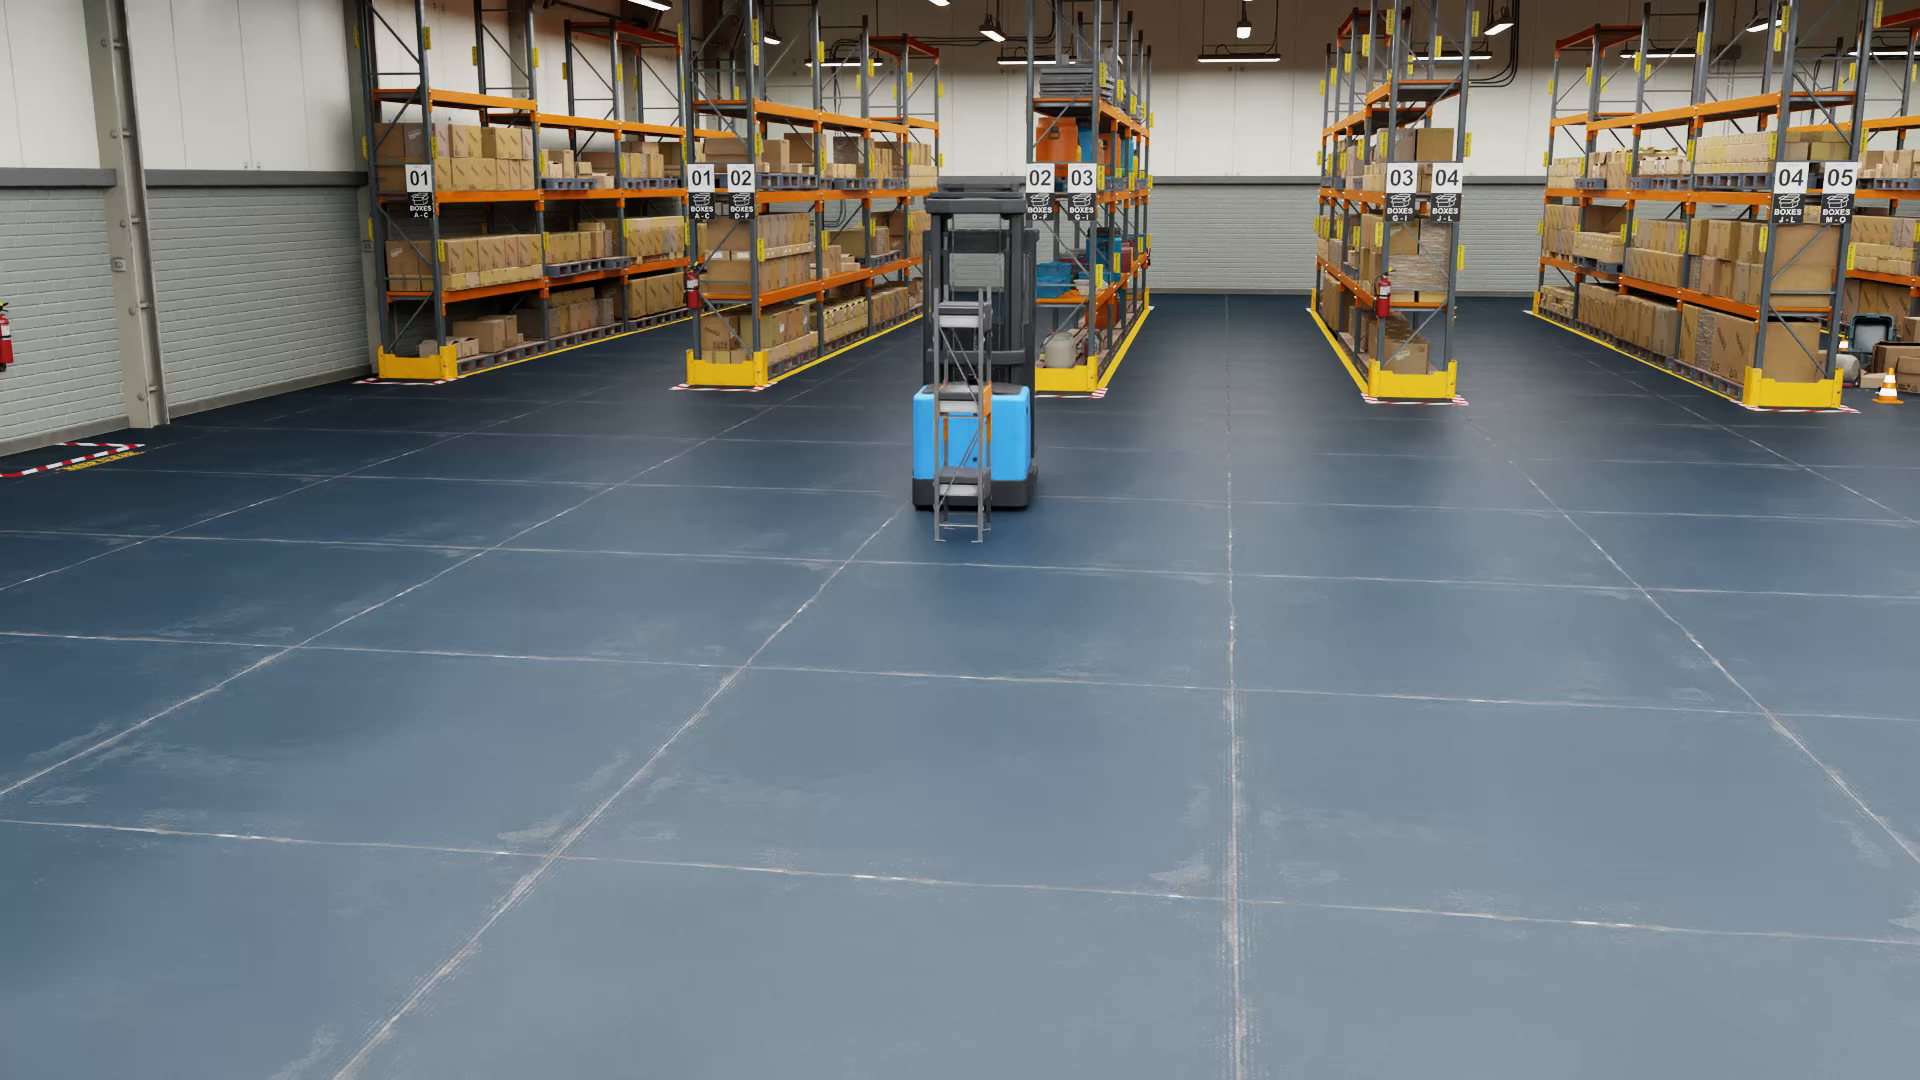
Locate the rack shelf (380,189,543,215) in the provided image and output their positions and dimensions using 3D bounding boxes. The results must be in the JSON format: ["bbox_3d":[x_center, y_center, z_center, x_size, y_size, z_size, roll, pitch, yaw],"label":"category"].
[{"bbox_3d":[-8.048,-5.486,26.918,1.077,0.370,4.000,2,12,9],"label":"rack shelf"}]

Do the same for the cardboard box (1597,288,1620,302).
[{"bbox_3d":[12.450,-4.669,31.695,0.500,0.250,0.500,2,12,10],"label":"cardboard box"}]

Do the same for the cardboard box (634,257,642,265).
[{"bbox_3d":[-6.674,-5.673,33.747,0.380,0.149,0.250,2,12,10],"label":"cardboard box"}]

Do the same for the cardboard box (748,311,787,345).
[{"bbox_3d":[-3.019,-3.336,26.104,0.500,0.500,0.500,2,12,9],"label":"cardboard box"}]

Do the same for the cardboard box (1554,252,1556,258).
[{"bbox_3d":[13.303,-6.276,36.592,0.380,0.149,0.250,2,12,11],"label":"cardboard box"}]

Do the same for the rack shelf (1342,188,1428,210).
[{"bbox_3d":[7.250,-5.837,28.548,1.077,0.370,4.000,2,12,9],"label":"rack shelf"}]

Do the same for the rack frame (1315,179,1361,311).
[{"bbox_3d":[8.788,-6.804,38.447,1.000,3.000,0.127,2,12,9],"label":"rack frame"}]

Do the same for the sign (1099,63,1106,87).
[{"bbox_3d":[1.976,-6.446,23.040,0.100,0.325,0.005,2,12,9],"label":"sign"}]

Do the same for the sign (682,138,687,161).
[{"bbox_3d":[-3.995,-5.676,24.179,0.100,0.325,0.005,2,12,9],"label":"sign"}]

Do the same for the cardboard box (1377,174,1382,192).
[{"bbox_3d":[6.224,-5.079,23.679,0.500,0.250,0.500,2,12,9],"label":"cardboard box"}]

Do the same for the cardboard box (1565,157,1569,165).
[{"bbox_3d":[13.028,-8.020,35.189,0.380,0.149,0.250,2,12,8],"label":"cardboard box"}]

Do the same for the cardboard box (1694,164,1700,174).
[{"bbox_3d":[11.436,-5.658,25.368,0.380,0.149,0.250,2,12,8],"label":"cardboard box"}]

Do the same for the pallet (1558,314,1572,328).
[{"bbox_3d":[13.127,-4.568,34.688,1.003,0.211,1.213,2,12,9],"label":"pallet"}]

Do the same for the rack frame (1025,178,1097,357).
[{"bbox_3d":[1.433,-3.634,23.737,1.000,3.000,0.127,2,12,9],"label":"rack frame"}]

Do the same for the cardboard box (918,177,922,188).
[{"bbox_3d":[-1.136,-7.988,37.174,0.500,0.250,0.500,2,12,9],"label":"cardboard box"}]

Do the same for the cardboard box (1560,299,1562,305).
[{"bbox_3d":[13.062,-5.094,35.574,0.380,0.149,0.250,1,12,6],"label":"cardboard box"}]

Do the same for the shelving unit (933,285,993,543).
[{"bbox_3d":[0.025,-1.061,13.932,0.431,2.100,0.503,2,12,9],"label":"shelving unit"}]

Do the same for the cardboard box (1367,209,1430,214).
[{"bbox_3d":[7.203,-4.966,27.495,1.000,1.000,1.000,2,12,9],"label":"cardboard box"}]

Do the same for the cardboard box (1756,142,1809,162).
[{"bbox_3d":[11.012,-5.196,22.277,0.500,0.250,0.500,2,12,9],"label":"cardboard box"}]

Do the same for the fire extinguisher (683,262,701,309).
[{"bbox_3d":[-3.938,-3.748,24.449,0.296,0.674,0.183,2,12,9],"label":"fire extinguisher"}]

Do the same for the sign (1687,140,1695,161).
[{"bbox_3d":[11.290,-6.013,25.681,0.100,0.325,0.005,2,12,9],"label":"sign"}]

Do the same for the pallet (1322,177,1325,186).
[{"bbox_3d":[8.684,-8.073,37.422,1.003,0.211,1.213,2,12,9],"label":"pallet"}]

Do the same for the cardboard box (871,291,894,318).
[{"bbox_3d":[-1.646,-4.862,34.322,0.500,0.500,0.500,1,12,7],"label":"cardboard box"}]

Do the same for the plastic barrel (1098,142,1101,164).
[{"bbox_3d":[2.222,-6.676,29.711,0.600,0.830,0.708,2,12,9],"label":"plastic barrel"}]

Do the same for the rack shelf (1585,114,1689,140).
[{"bbox_3d":[12.751,-7.759,31.294,1.077,0.370,4.000,2,12,9],"label":"rack shelf"}]

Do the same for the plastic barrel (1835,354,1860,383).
[{"bbox_3d":[13.169,-2.579,24.958,0.421,0.421,0.512,-10,16,-40],"label":"plastic barrel"}]

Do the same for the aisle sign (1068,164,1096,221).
[{"bbox_3d":[1.712,-4.881,23.350,0.394,0.787,0.004,2,12,9],"label":"aisle sign"}]

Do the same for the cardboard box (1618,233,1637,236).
[{"bbox_3d":[13.067,-5.909,32.480,0.380,0.149,0.250,2,12,8],"label":"cardboard box"}]

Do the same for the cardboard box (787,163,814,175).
[{"bbox_3d":[-2.741,-6.354,28.598,0.500,0.250,0.500,3,13,15],"label":"cardboard box"}]

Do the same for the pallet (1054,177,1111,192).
[{"bbox_3d":[1.657,-5.177,24.225,1.003,0.211,1.213,2,12,9],"label":"pallet"}]

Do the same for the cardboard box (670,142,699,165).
[{"bbox_3d":[-6.124,-8.606,37.030,0.500,0.500,0.500,2,12,8],"label":"cardboard box"}]

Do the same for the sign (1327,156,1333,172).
[{"bbox_3d":[7.624,-7.747,34.287,0.100,0.325,0.005,2,12,9],"label":"sign"}]

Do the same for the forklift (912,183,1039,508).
[{"bbox_3d":[0.207,-1.989,16.264,1.130,2.935,3.031,1,12,5],"label":"forklift"}]

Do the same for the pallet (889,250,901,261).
[{"bbox_3d":[-1.846,-6.037,35.341,1.003,0.211,1.213,2,12,9],"label":"pallet"}]

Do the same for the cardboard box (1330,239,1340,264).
[{"bbox_3d":[7.779,-5.828,33.680,0.500,0.500,0.500,2,12,9],"label":"cardboard box"}]

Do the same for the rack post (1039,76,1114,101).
[{"bbox_3d":[1.675,-6.476,23.869,0.937,0.300,0.954,3,13,15],"label":"rack post"}]

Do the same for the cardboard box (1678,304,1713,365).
[{"bbox_3d":[11.662,-3.163,25.595,0.875,0.875,0.875,2,12,10],"label":"cardboard box"}]

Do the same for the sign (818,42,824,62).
[{"bbox_3d":[-2.301,-8.072,27.495,0.100,0.325,0.005,2,12,9],"label":"sign"}]

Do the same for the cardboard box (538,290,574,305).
[{"bbox_3d":[-7.503,-4.502,30.871,0.500,0.250,0.500,2,12,7],"label":"cardboard box"}]

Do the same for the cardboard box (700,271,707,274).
[{"bbox_3d":[-6.198,-6.312,39.561,0.380,0.149,0.250,2,12,9],"label":"cardboard box"}]

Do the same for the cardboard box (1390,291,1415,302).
[{"bbox_3d":[6.167,-3.417,23.325,0.380,0.149,0.250,2,12,9],"label":"cardboard box"}]

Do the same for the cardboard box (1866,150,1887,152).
[{"bbox_3d":[18.263,-7.536,33.249,0.500,0.500,0.500,2,12,10],"label":"cardboard box"}]

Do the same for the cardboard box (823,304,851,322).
[{"bbox_3d":[-2.300,-4.162,30.382,0.500,0.311,0.500,2,12,10],"label":"cardboard box"}]

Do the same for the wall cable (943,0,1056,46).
[{"bbox_3d":[1.059,-14.371,43.903,3.097,2.526,0.112,2,12,9],"label":"wall cable"}]

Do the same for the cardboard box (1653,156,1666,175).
[{"bbox_3d":[11.958,-6.280,27.869,0.500,0.311,0.500,2,12,8],"label":"cardboard box"}]

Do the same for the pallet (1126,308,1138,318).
[{"bbox_3d":[3.354,-4.923,36.338,1.003,0.211,1.213,2,12,9],"label":"pallet"}]

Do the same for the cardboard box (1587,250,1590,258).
[{"bbox_3d":[12.348,-5.533,32.149,0.380,0.149,0.250,2,12,8],"label":"cardboard box"}]

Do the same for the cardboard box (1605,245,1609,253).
[{"bbox_3d":[12.109,-5.358,30.631,0.380,0.149,0.250,2,12,11],"label":"cardboard box"}]
